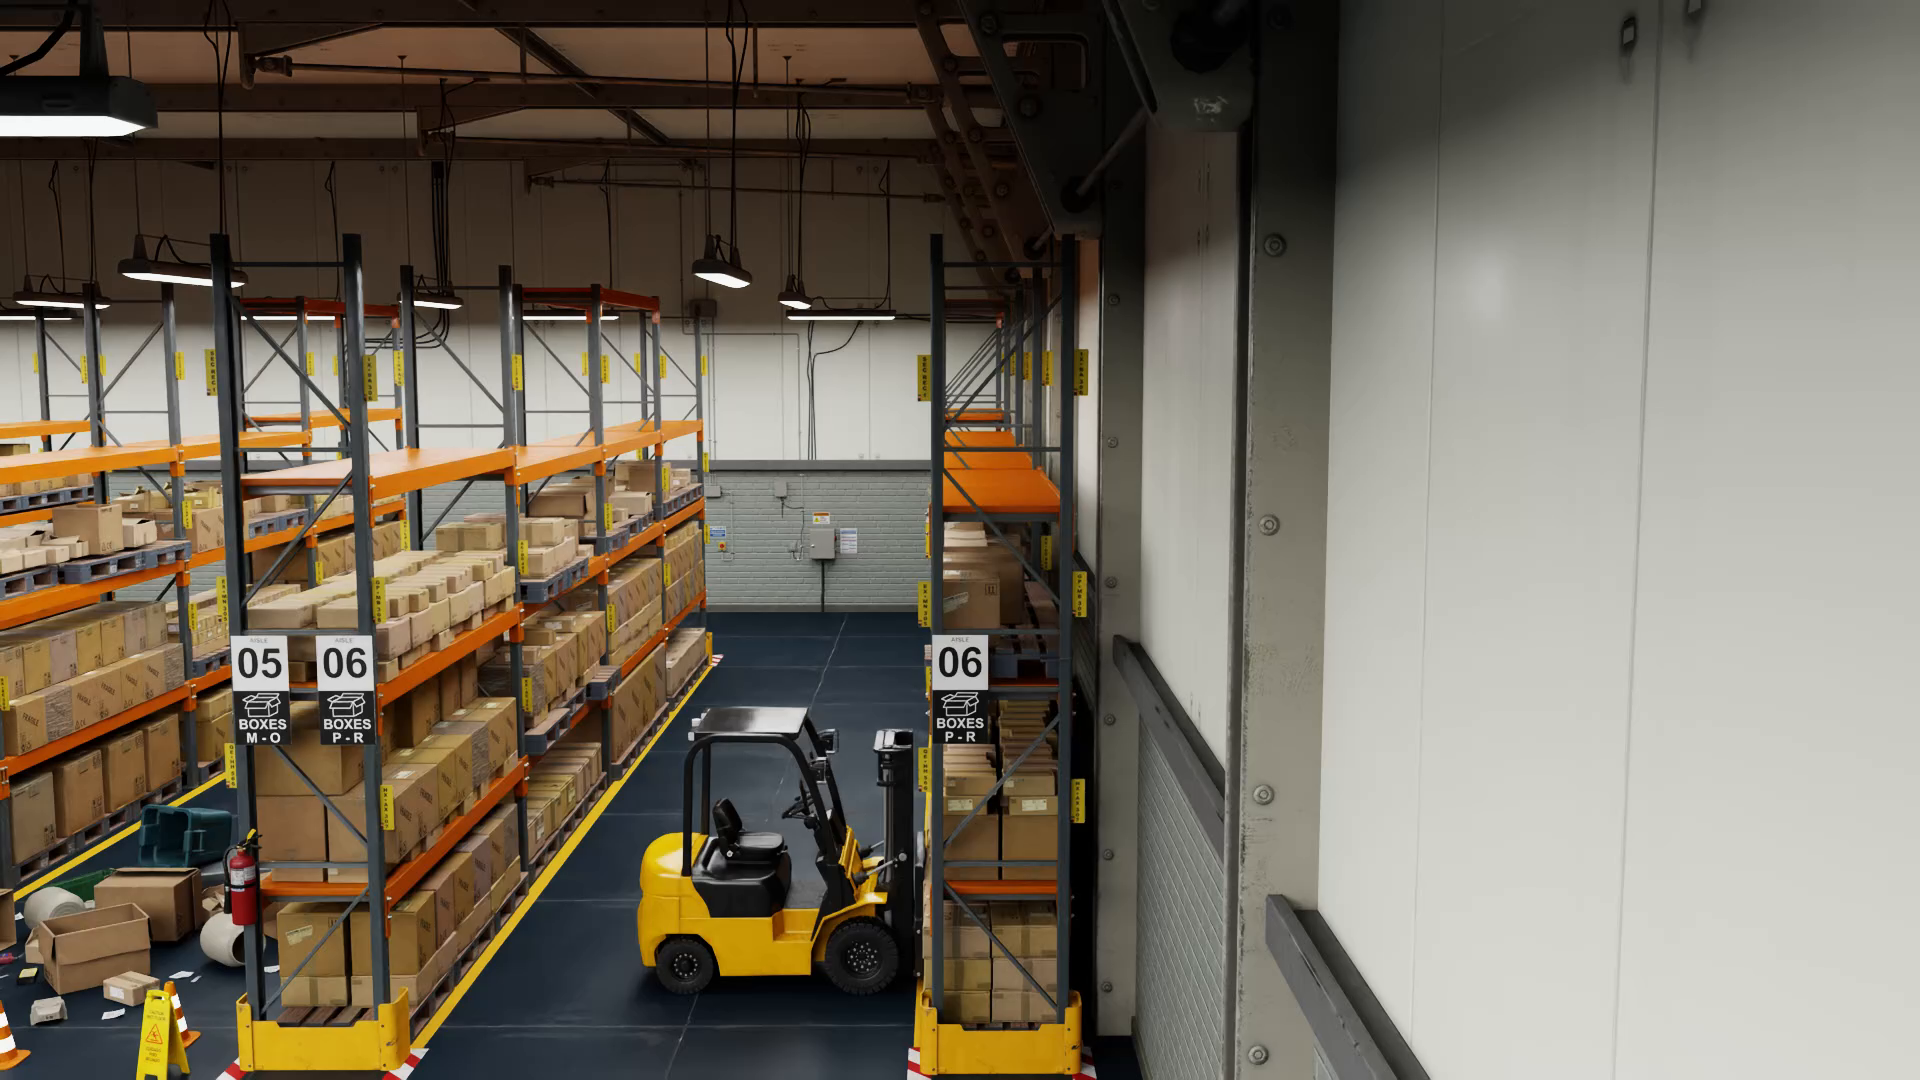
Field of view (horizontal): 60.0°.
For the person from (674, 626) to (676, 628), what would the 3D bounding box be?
[{"bbox_3d":[-5.484,0.936,31.109,0.458,1.720,0.498,-5,8,-40],"label":"person"}]
